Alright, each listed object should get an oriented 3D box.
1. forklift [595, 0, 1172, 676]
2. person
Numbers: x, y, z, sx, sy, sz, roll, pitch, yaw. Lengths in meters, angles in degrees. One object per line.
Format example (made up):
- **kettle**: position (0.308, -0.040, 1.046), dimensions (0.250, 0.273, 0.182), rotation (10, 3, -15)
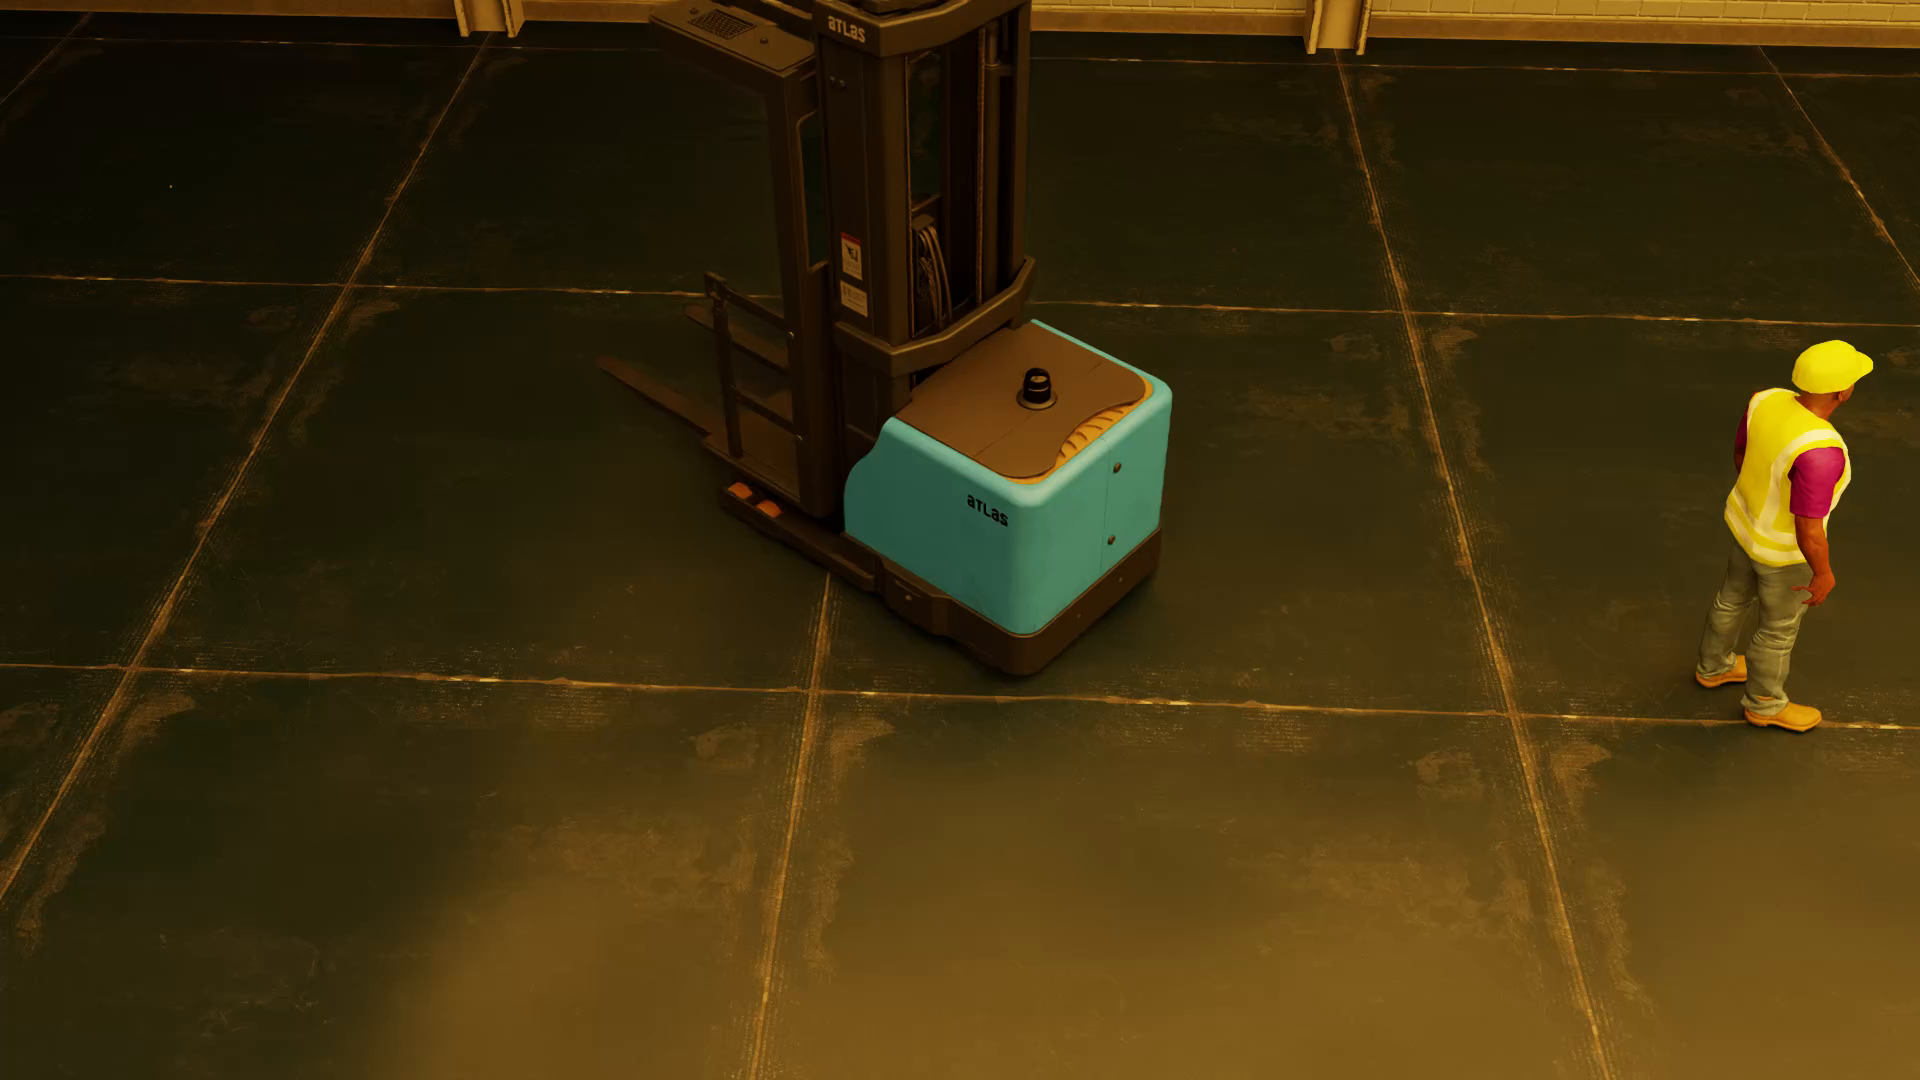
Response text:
- **forklift**: position (-0.527, -1.348, 7.219), dimensions (3.031, 2.935, 1.130), rotation (30, 50, 29)
- **person**: position (3.329, -0.038, 6.637), dimensions (0.576, 1.767, 0.665), rotation (-4, 43, -4)
